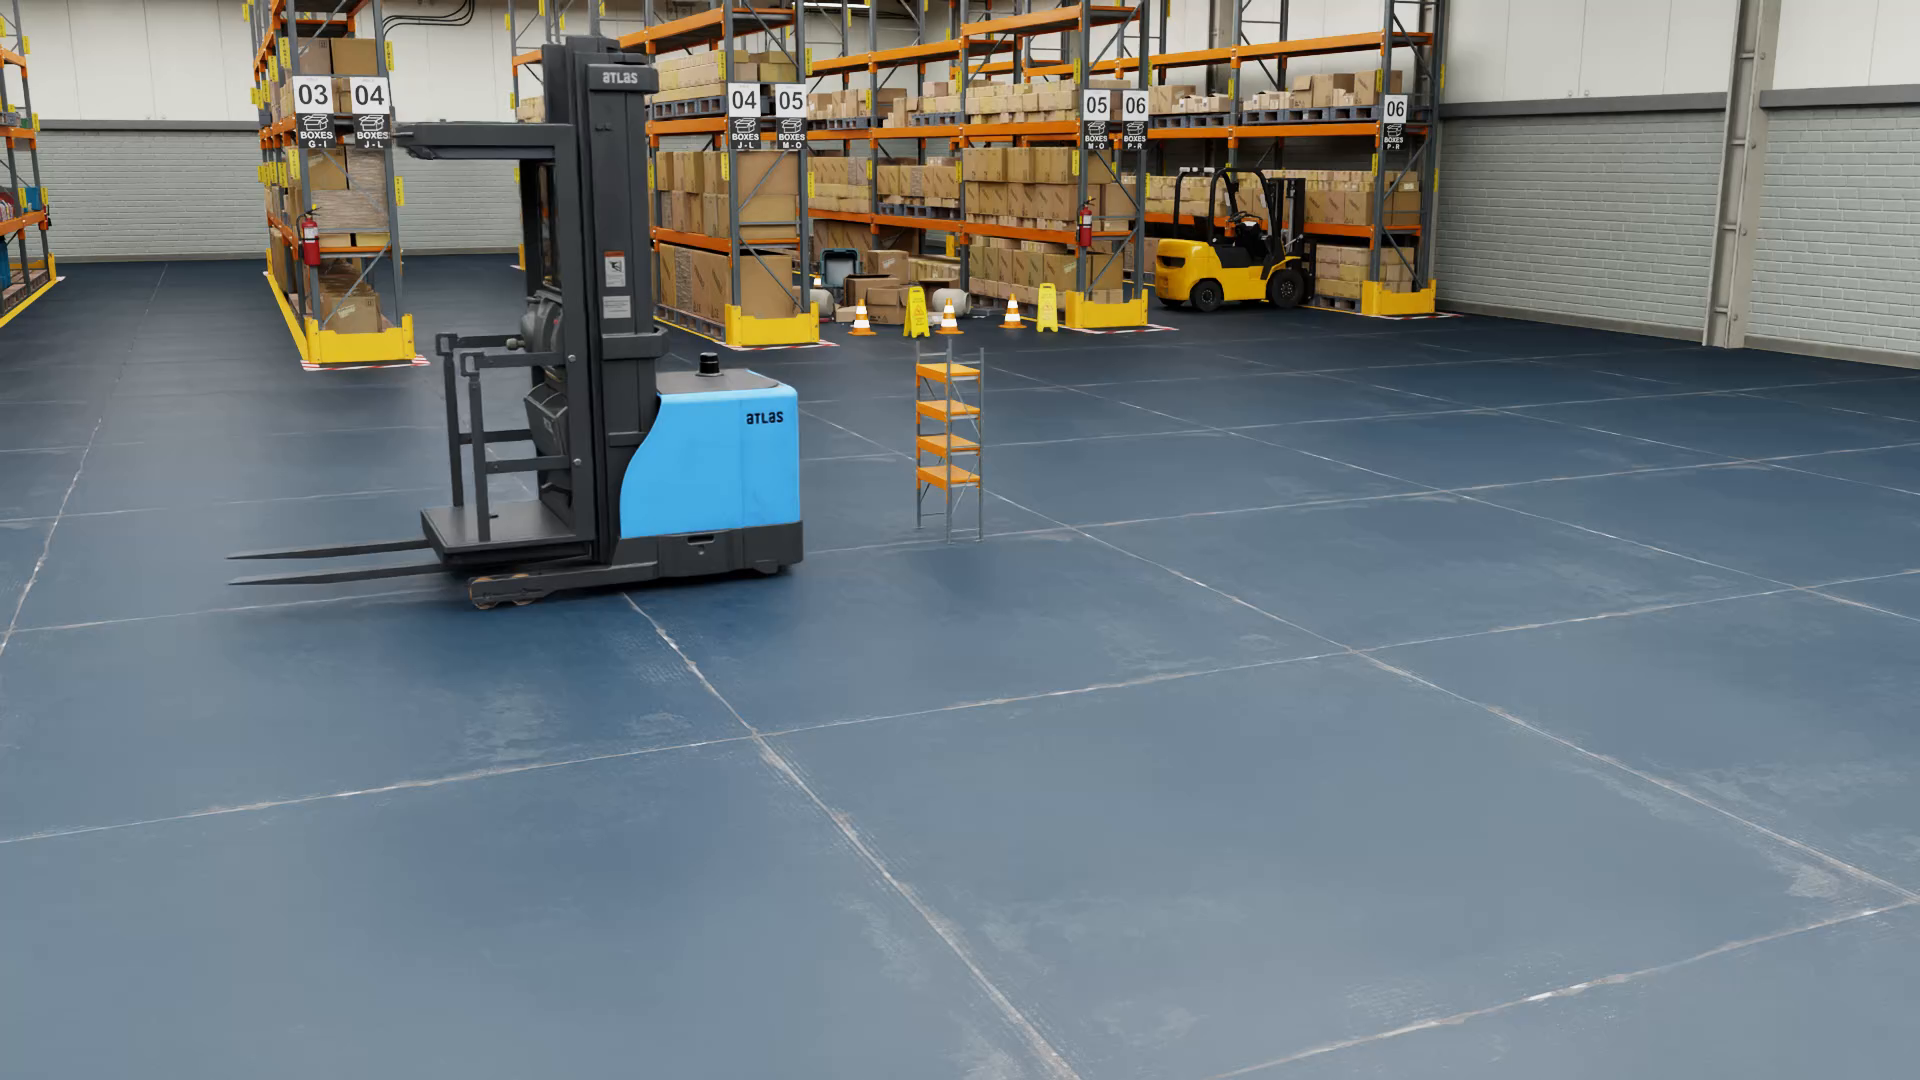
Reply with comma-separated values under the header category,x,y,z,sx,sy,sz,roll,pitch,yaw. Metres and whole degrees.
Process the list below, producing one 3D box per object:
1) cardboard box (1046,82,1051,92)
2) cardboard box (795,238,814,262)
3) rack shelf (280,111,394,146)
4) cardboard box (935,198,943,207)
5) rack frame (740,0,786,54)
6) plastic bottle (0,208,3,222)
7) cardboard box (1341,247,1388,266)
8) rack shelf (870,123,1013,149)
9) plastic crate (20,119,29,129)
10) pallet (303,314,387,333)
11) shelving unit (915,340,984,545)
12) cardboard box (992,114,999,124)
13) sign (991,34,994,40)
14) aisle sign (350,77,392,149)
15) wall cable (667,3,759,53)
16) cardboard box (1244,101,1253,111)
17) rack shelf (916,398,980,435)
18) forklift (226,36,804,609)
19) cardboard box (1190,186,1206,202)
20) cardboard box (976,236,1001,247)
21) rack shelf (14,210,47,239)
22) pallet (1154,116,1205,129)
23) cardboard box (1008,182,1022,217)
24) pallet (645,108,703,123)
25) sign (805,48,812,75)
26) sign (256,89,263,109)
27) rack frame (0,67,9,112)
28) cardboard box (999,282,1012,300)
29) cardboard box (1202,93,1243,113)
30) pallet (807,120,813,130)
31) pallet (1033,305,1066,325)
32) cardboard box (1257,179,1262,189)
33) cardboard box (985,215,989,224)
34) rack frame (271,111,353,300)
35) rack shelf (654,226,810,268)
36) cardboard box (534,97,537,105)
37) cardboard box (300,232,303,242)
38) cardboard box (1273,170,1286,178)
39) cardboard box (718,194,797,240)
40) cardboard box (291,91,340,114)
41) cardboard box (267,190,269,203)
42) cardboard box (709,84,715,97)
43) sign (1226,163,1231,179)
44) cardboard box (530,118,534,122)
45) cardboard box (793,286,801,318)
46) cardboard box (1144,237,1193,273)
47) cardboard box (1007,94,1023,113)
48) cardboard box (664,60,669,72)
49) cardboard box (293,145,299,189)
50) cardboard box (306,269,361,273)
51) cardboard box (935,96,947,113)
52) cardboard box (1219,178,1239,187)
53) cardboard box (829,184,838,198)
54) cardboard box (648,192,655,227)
category,x,y,z,sx,sy,sz,roll,pitch,yaw
cardboard box,1.443,-6.396,23.487,0.380,0.149,0.250,-6,14,-23
cardboard box,-2.869,-6.035,34.544,0.875,0.438,0.875,-6,14,-24
rack shelf,-7.790,-5.089,20.649,1.077,0.370,4.000,-6,14,-23
cardboard box,-0.196,-5.556,27.349,0.380,0.149,0.250,-6,14,-24
rack frame,-4.318,-10.688,36.594,1.000,3.000,0.127,-6,14,-23
plastic bottle,-15.251,-5.189,26.395,0.061,0.283,0.133,-6,14,-23
cardboard box,6.167,-4.328,25.368,0.500,0.250,0.500,-5,14,-21
rack shelf,-0.312,-6.810,28.087,1.077,0.370,4.000,-6,14,-23
plastic crate,-17.280,-7.603,30.387,0.450,0.188,0.336,-6,14,-23
pallet,-8.290,-2.897,22.420,1.003,0.211,1.213,-6,14,-23
shelving unit,-0.066,-0.619,10.382,0.258,1.200,0.503,-6,14,-23
cardboard box,0.707,-6.383,25.202,0.380,0.149,0.250,-5,14,-21
sign,0.745,-11.716,38.610,0.100,0.325,0.005,-6,14,-23
aisle sign,-6.690,-4.846,18.889,0.394,0.787,0.004,-6,14,-23
wall cable,-6.165,-11.905,41.853,2.355,3.000,0.029,-6,14,-23
cardboard box,4.937,-7.208,27.611,0.380,0.149,0.250,-5,14,-22
rack shelf,-0.066,-0.771,10.347,0.258,0.148,0.480,-6,14,-23
forklift,-2.461,-1.198,9.046,3.031,2.935,1.130,-6,14,-23
cardboard box,4.392,-6.090,29.254,0.500,0.250,0.500,-6,14,-24
cardboard box,0.473,-4.655,25.896,0.380,0.149,0.250,-5,14,-22
rack shelf,-17.135,-5.659,29.766,1.077,0.370,4.000,-6,14,-23
pallet,4.237,-7.568,30.185,1.003,0.211,1.213,-5,14,-20
cardboard box,1.042,-5.055,24.677,0.500,0.500,0.500,-5,14,-22
pallet,-4.419,-6.372,25.019,0.805,0.209,1.217,-6,14,-25
sign,-1.893,-5.967,20.731,0.100,0.325,0.005,-6,14,-23
sign,-12.304,-7.745,29.209,0.100,0.325,0.005,-6,14,-23
rack frame,-16.334,-8.519,27.223,1.000,3.000,0.127,-6,14,-23
cardboard box,0.917,-3.786,25.244,0.500,0.250,0.500,-6,14,-24
cardboard box,4.522,-7.534,28.663,0.500,0.311,0.500,-6,14,-25
pallet,-3.034,-8.527,34.106,1.003,0.211,1.213,-6,14,-23
pallet,1.767,-3.288,24.109,1.003,0.211,1.213,-6,14,-23
cardboard box,5.157,-5.906,27.575,0.380,0.149,0.250,-6,14,-23
cardboard box,0.604,-4.970,25.750,0.380,0.149,0.250,-6,14,-23
rack frame,-10.194,-5.218,26.262,1.000,3.000,0.127,-6,14,-23
rack shelf,-3.205,-4.055,22.832,1.077,0.370,4.000,-6,14,-23
cardboard box,-8.129,-8.602,32.572,0.380,0.149,0.250,-6,14,-23
cardboard box,-7.990,-3.783,20.621,0.380,0.149,0.250,-6,14,-23
cardboard box,5.327,-5.941,27.067,0.380,0.149,0.250,-6,14,-24
cardboard box,-2.594,-4.138,21.262,0.875,0.550,0.550,-6,14,-23
cardboard box,-7.415,-5.030,19.130,0.500,0.250,0.500,-5,14,-22
cardboard box,-12.827,-6.501,31.477,0.500,0.250,0.500,-6,14,-24
cardboard box,-2.948,-5.675,20.987,0.380,0.149,0.250,-5,14,-22
sign,4.542,-6.210,28.157,0.100,0.325,0.005,-6,14,-23
cardboard box,-8.246,-8.248,33.035,0.500,0.250,0.500,-6,14,-23
cardboard box,-2.444,-3.374,23.833,0.500,0.500,0.500,-3,13,-13
cardboard box,3.939,-5.345,31.148,0.875,0.625,0.625,-5,14,-21
cardboard box,1.022,-6.390,24.345,0.500,0.250,0.500,-5,14,-22
cardboard box,-3.866,-6.536,22.941,0.380,0.149,0.250,-6,14,-24
cardboard box,-7.642,-4.440,19.801,0.500,0.500,0.500,-6,14,-23
cardboard box,-8.992,-3.617,23.913,0.700,0.500,0.500,-6,14,-23
cardboard box,-0.076,-7.092,27.108,0.500,0.250,0.500,-5,14,-22
cardboard box,4.695,-6.151,28.633,0.380,0.149,0.250,-5,14,-21
cardboard box,-2.181,-6.677,31.792,0.500,0.250,0.500,-6,14,-25
cardboard box,-4.460,-4.951,24.887,0.500,0.500,0.500,-6,14,-23
